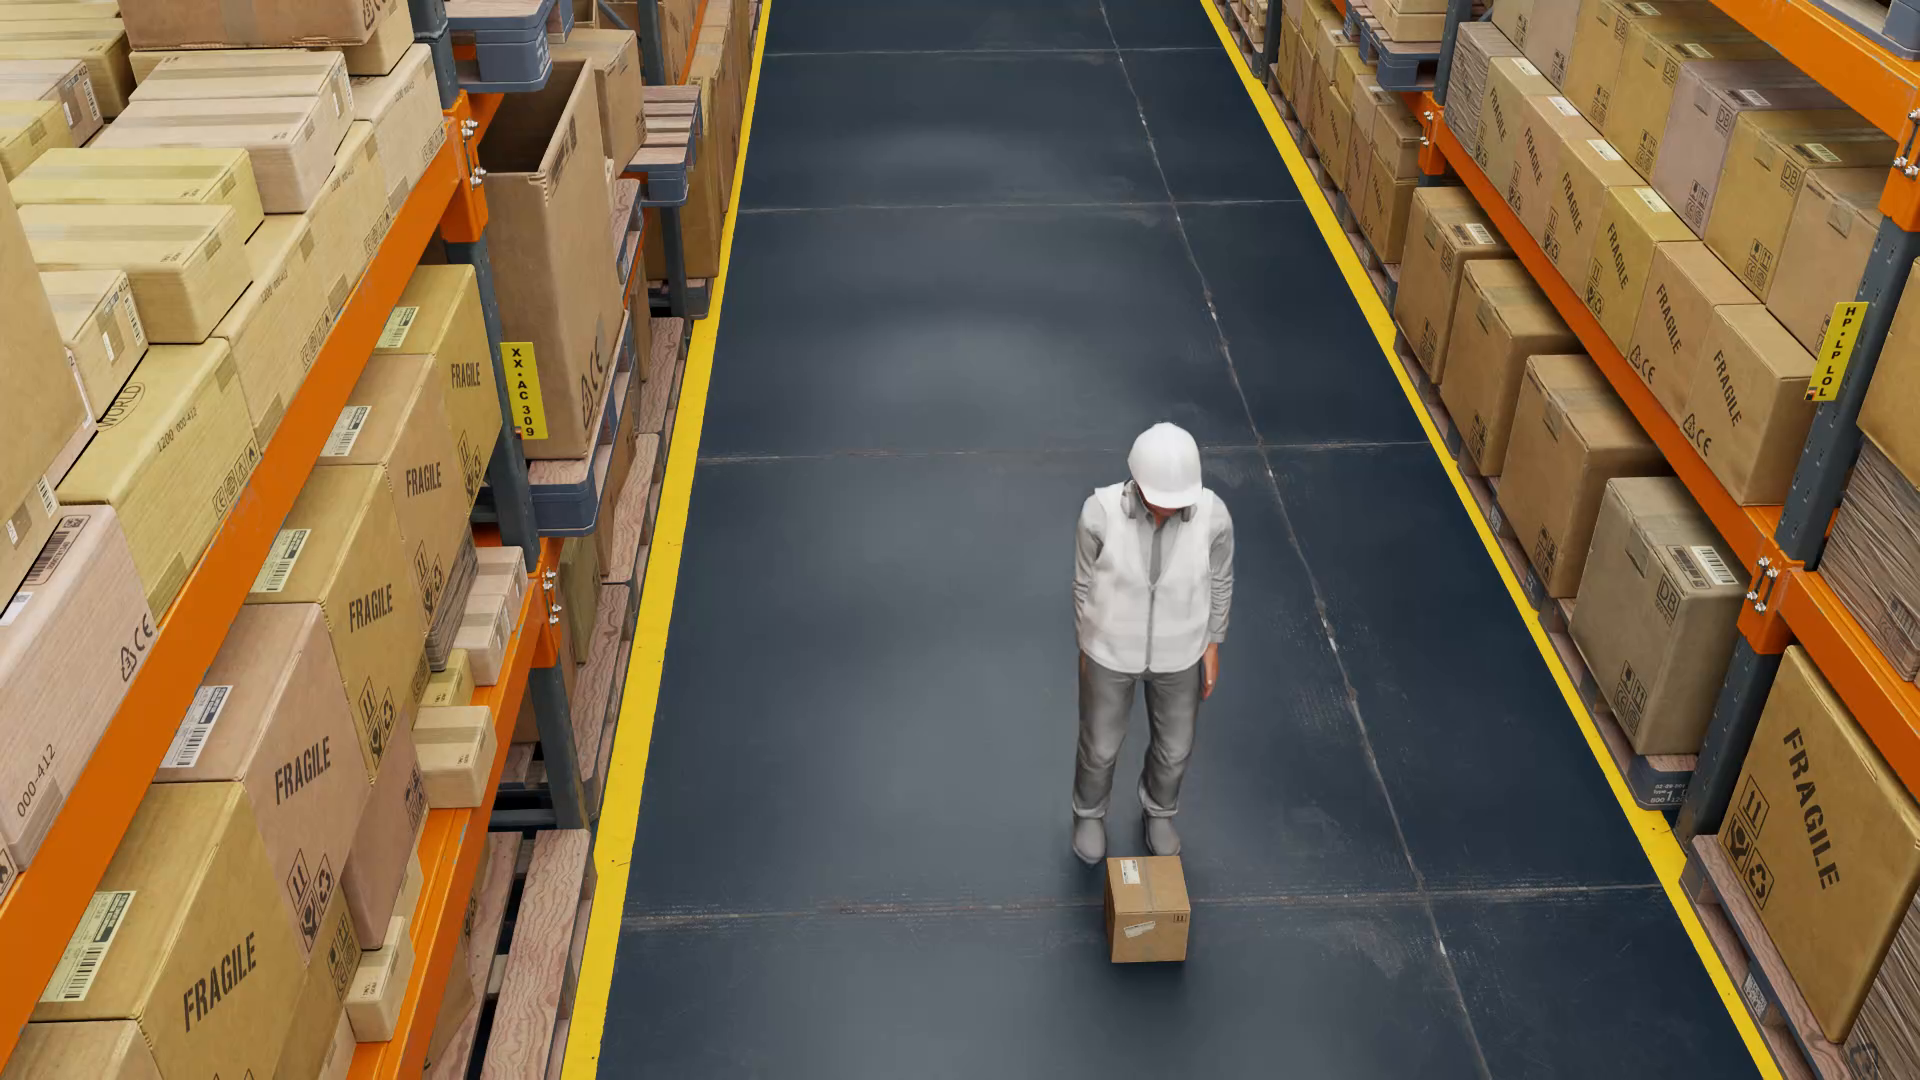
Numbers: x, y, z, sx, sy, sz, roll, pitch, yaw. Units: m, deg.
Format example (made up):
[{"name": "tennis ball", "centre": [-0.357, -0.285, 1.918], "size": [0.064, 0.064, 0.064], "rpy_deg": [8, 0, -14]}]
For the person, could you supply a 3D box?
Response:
[{"name": "person", "centre": [0.639, 0.361, 5.622], "size": [0.536, 1.762, 0.369], "rpy_deg": [-1, 35, -1]}]
